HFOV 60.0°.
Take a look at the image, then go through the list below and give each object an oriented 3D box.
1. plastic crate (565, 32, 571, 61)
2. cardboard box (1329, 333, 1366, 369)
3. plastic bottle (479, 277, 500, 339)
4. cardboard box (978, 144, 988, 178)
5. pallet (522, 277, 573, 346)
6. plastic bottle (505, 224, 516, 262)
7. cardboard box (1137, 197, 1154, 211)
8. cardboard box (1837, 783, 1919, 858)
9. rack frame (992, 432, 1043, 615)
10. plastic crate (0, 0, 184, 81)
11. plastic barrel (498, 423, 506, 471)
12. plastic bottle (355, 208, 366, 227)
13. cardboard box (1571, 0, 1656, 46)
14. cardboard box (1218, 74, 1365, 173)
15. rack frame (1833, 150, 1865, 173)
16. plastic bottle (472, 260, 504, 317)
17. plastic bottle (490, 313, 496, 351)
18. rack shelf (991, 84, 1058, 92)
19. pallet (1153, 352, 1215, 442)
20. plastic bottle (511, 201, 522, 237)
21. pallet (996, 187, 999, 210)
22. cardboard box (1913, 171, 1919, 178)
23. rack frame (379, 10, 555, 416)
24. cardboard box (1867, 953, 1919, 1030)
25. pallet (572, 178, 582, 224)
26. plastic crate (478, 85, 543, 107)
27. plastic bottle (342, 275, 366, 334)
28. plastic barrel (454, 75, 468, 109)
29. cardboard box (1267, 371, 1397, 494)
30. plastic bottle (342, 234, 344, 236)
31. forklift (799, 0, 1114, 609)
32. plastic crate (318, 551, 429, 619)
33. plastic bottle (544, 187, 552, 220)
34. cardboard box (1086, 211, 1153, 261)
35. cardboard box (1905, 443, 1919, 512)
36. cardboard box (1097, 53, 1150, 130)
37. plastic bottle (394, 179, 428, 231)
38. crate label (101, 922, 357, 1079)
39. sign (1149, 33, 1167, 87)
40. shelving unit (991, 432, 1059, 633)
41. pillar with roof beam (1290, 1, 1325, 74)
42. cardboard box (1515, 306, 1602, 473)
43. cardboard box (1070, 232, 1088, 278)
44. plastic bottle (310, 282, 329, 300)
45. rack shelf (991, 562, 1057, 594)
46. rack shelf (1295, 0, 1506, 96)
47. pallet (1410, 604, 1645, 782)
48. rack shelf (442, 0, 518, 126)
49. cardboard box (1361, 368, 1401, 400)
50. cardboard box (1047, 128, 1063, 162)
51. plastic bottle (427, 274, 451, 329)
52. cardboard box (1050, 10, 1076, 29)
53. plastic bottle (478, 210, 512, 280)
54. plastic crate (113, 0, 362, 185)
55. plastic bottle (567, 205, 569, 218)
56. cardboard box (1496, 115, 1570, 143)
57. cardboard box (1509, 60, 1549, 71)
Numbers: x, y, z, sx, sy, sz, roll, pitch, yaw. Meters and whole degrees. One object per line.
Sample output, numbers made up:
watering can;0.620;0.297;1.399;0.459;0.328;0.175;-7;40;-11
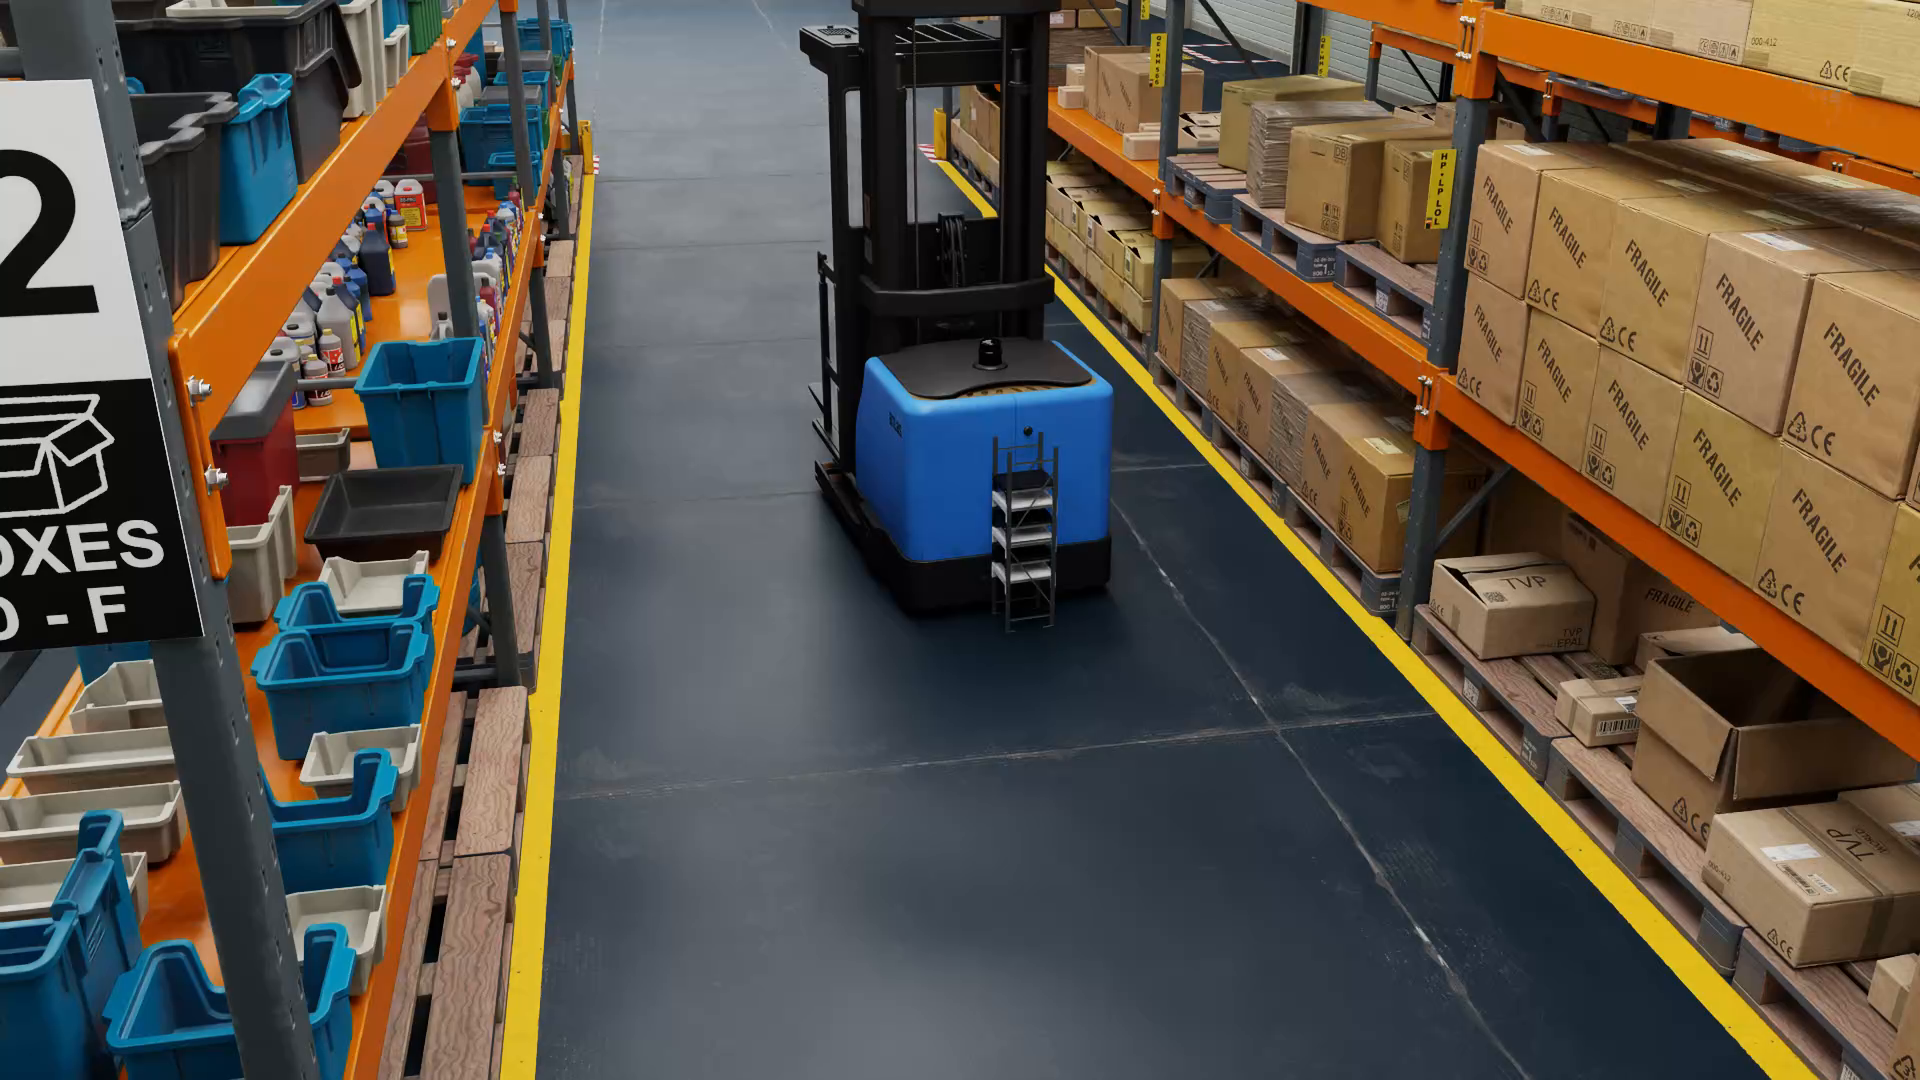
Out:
plastic crate;-4.055;-4.816;16.215;0.499;0.251;0.408;-4;24;-10
cardboard box;2.403;-1.159;9.292;0.500;0.250;0.500;-5;24;-11
plastic bottle;-2.150;-1.067;7.590;0.061;0.283;0.133;-4;24;-10
cardboard box;0.468;-3.795;16.602;0.500;0.250;0.500;-4;24;-10
pallet;-3.404;-1.677;12.326;1.003;0.211;1.213;-4;24;-10
plastic bottle;-2.429;-1.582;8.874;0.097;0.201;0.097;0;24;0
cardboard box;1.690;-2.559;13.072;0.500;0.311;0.500;-5;24;-10
cardboard box;3.264;1.044;5.499;0.500;0.250;0.500;-4;24;-10
rack frame;0.267;-0.071;7.788;0.240;0.900;0.006;-7;25;-16
plastic crate;-2.377;-1.401;4.625;0.497;0.269;0.590;-4;24;-10
plastic barrel;-2.761;-0.620;8.911;0.600;0.588;0.708;-4;24;-10
plastic bottle;-3.249;-1.683;9.000;0.061;0.283;0.133;-4;24;-10
cardboard box;2.466;-1.859;5.699;0.500;0.250;0.500;-4;24;-10
cardboard box;2.019;-2.532;10.151;0.700;0.500;0.500;-13;27;-27
rack frame;6.659;-2.901;11.646;1.000;3.000;0.127;-4;24;-10
plastic bottle;-2.263;-1.204;7.913;0.152;0.276;0.135;-4;24;-10
plastic bottle;-2.129;-0.944;7.412;0.097;0.201;0.097;0;24;0
rack shelf;0.682;-4.564;16.350;1.077;0.370;4.000;-4;24;-10
pallet;1.892;-0.959;10.682;1.003;0.211;1.213;-4;24;-10
plastic bottle;-2.537;-1.812;9.400;0.097;0.201;0.097;0;24;0
pallet;0.946;-3.145;15.687;1.003;0.211;1.213;-4;24;-10
cardboard box;6.496;-2.438;10.874;0.380;0.149;0.250;-4;24;-8
rack frame;-3.077;-2.168;9.967;1.000;3.000;0.127;-4;24;-10
cardboard box;2.942;1.349;4.905;0.380;0.166;0.250;-4;24;-10
pallet;-4.129;-3.212;15.840;1.003;0.211;1.213;-4;24;-10
plastic crate;-3.075;-2.856;11.461;0.402;0.464;0.583;-4;24;-10
plastic bottle;-2.795;-1.079;7.633;0.097;0.271;0.097;0;24;0
plastic barrel;-3.640;-2.953;11.593;0.433;0.535;0.433;0;24;0
cardboard box;1.983;-0.581;8.907;0.500;0.500;0.500;-4;24;-9
plastic bottle;-3.107;-1.413;8.399;0.097;0.271;0.097;0;24;0
forklift;-0.183;-1.583;8.713;1.130;2.935;3.031;-7;25;-16
plastic crate;-1.720;0.161;4.888;0.293;0.136;0.466;-4;24;-10
plastic bottle;-3.636;-2.973;14.654;0.061;0.283;0.133;-4;24;-10
cardboard box;1.260;-2.313;12.509;0.500;0.311;0.500;-4;24;-10
cardboard box;2.824;-0.244;4.187;0.500;0.500;0.500;-4;24;-8
cardboard box;1.368;-3.445;12.765;0.500;0.500;0.500;-4;24;-10
plastic bottle;-3.165;-1.929;9.573;0.152;0.276;0.135;-4;24;-10
crate label;-1.320;0.906;3.061;0.416;0.233;0.303;-4;24;-10
sign;1.247;-3.022;10.474;0.100;0.325;0.005;-4;24;-10
shelving unit;0.297;-0.032;7.699;0.258;0.900;0.210;-7;25;-16
pillar with roof beam;0.819;-10.627;21.840;9.100;9.000;0.400;-4;24;-10
cardboard box;2.455;-0.584;6.215;0.500;0.500;0.500;-4;24;-9
cardboard box;1.168;-2.257;13.081;0.500;0.250;0.500;-4;24;-9
plastic bottle;-2.889;-1.011;7.472;0.152;0.276;0.135;-4;24;-10
rack shelf;0.297;0.164;7.784;0.258;0.077;0.200;-7;25;-16
rack shelf;2.161;-2.792;8.545;1.077;0.370;4.000;-4;24;-10
pallet;2.657;0.588;7.140;1.003;0.211;1.213;-4;24;-10
rack shelf;-2.707;-2.426;7.709;1.077;0.370;4.000;-4;24;-10
cardboard box;2.487;-0.630;9.019;0.500;0.500;0.500;-4;24;-9
cardboard box;0.670;-3.746;15.554;0.500;0.500;0.500;-4;24;-10
plastic bottle;-2.369;-1.101;7.679;0.152;0.276;0.135;-4;24;-10
cardboard box;0.791;-4.541;14.464;0.380;0.149;0.250;-4;24;-10
plastic bottle;-2.383;-1.503;8.505;0.144;0.351;0.185;-4;24;-10
plastic crate;-1.610;-0.989;3.596;0.504;0.338;0.767;-4;24;-10
plastic bottle;-3.464;-2.859;14.494;0.097;0.201;0.097;0;24;0
cardboard box;5.688;-3.936;16.588;0.500;0.500;0.500;-6;24;-14
cardboard box;5.534;-4.579;15.649;0.500;0.250;0.500;-4;24;-10
